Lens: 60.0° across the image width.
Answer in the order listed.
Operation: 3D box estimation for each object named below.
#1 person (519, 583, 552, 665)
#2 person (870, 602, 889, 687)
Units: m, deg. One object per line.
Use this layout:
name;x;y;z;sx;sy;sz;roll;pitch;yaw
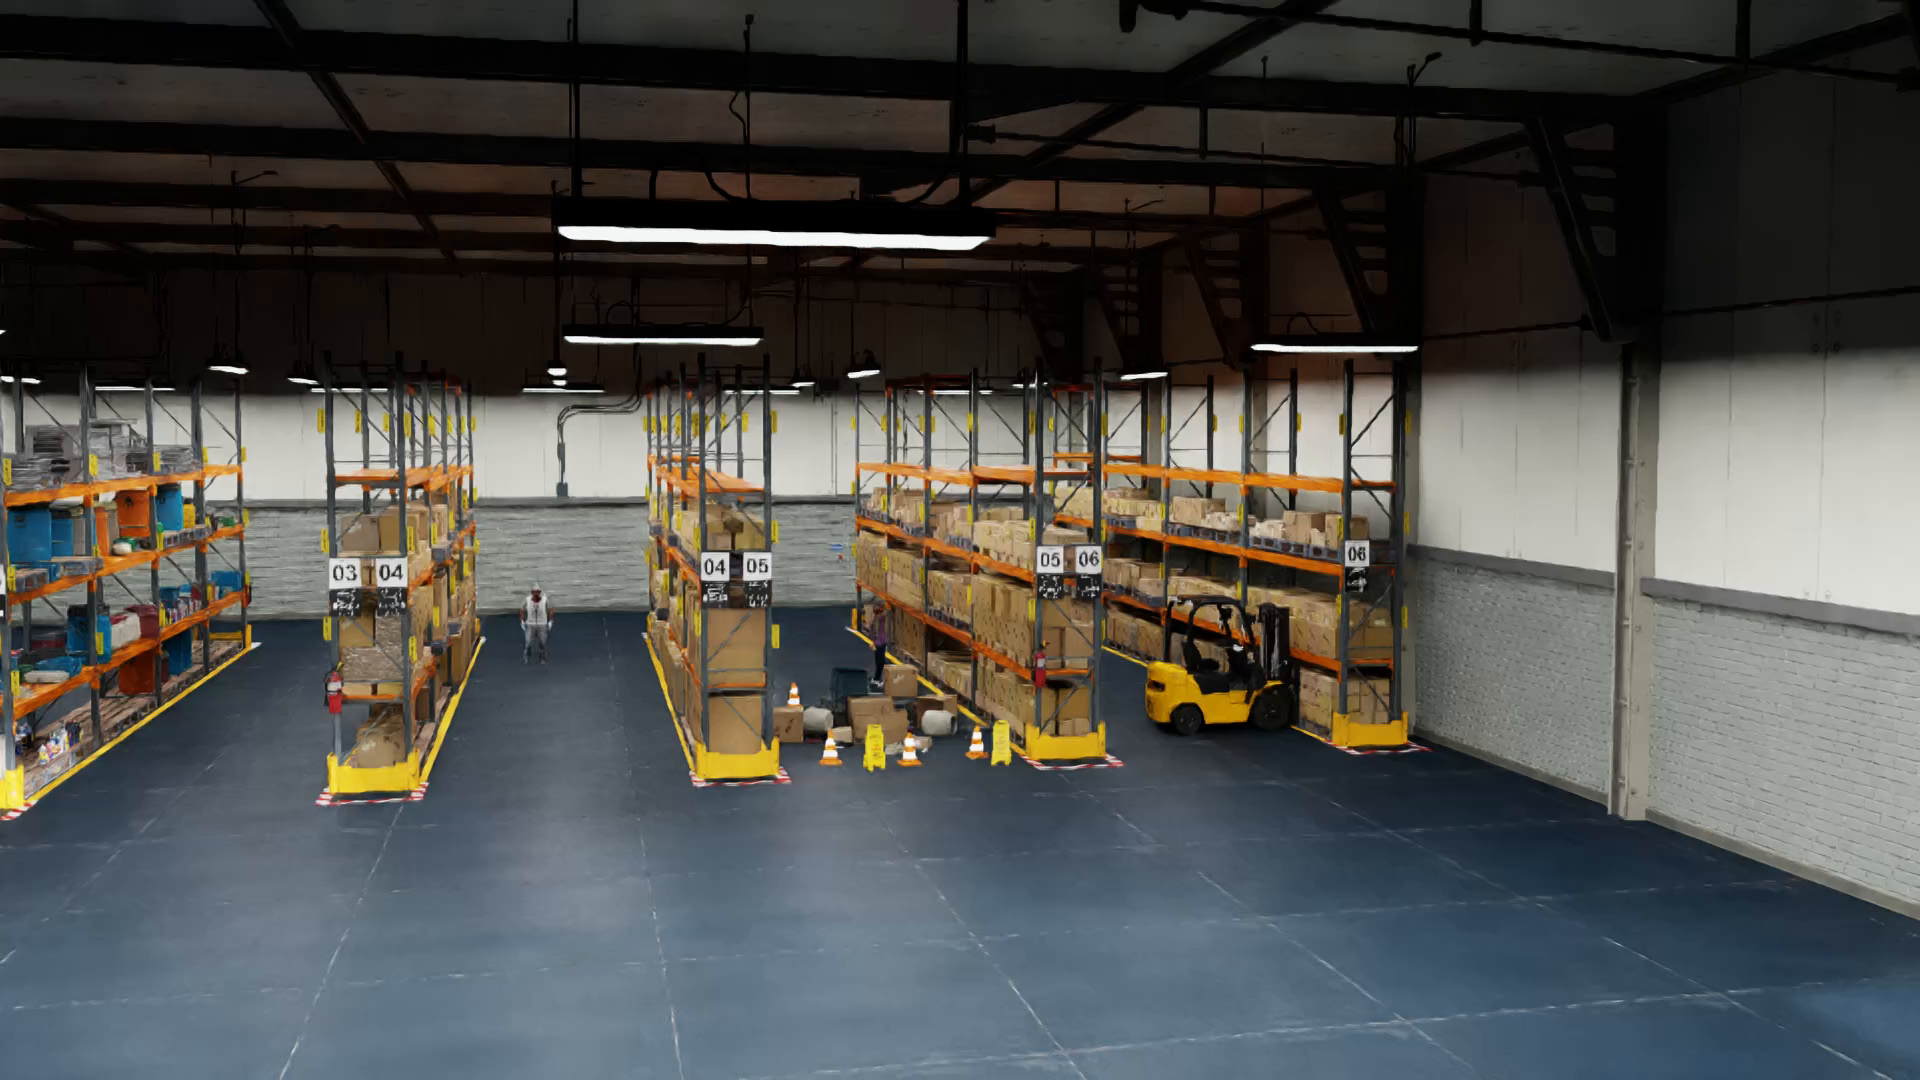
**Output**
person;-8.766;1.751;34.411;0.670;1.734;0.548;-1;4;-14
person;-1.571;1.982;31.779;0.519;1.590;0.534;1;4;11
